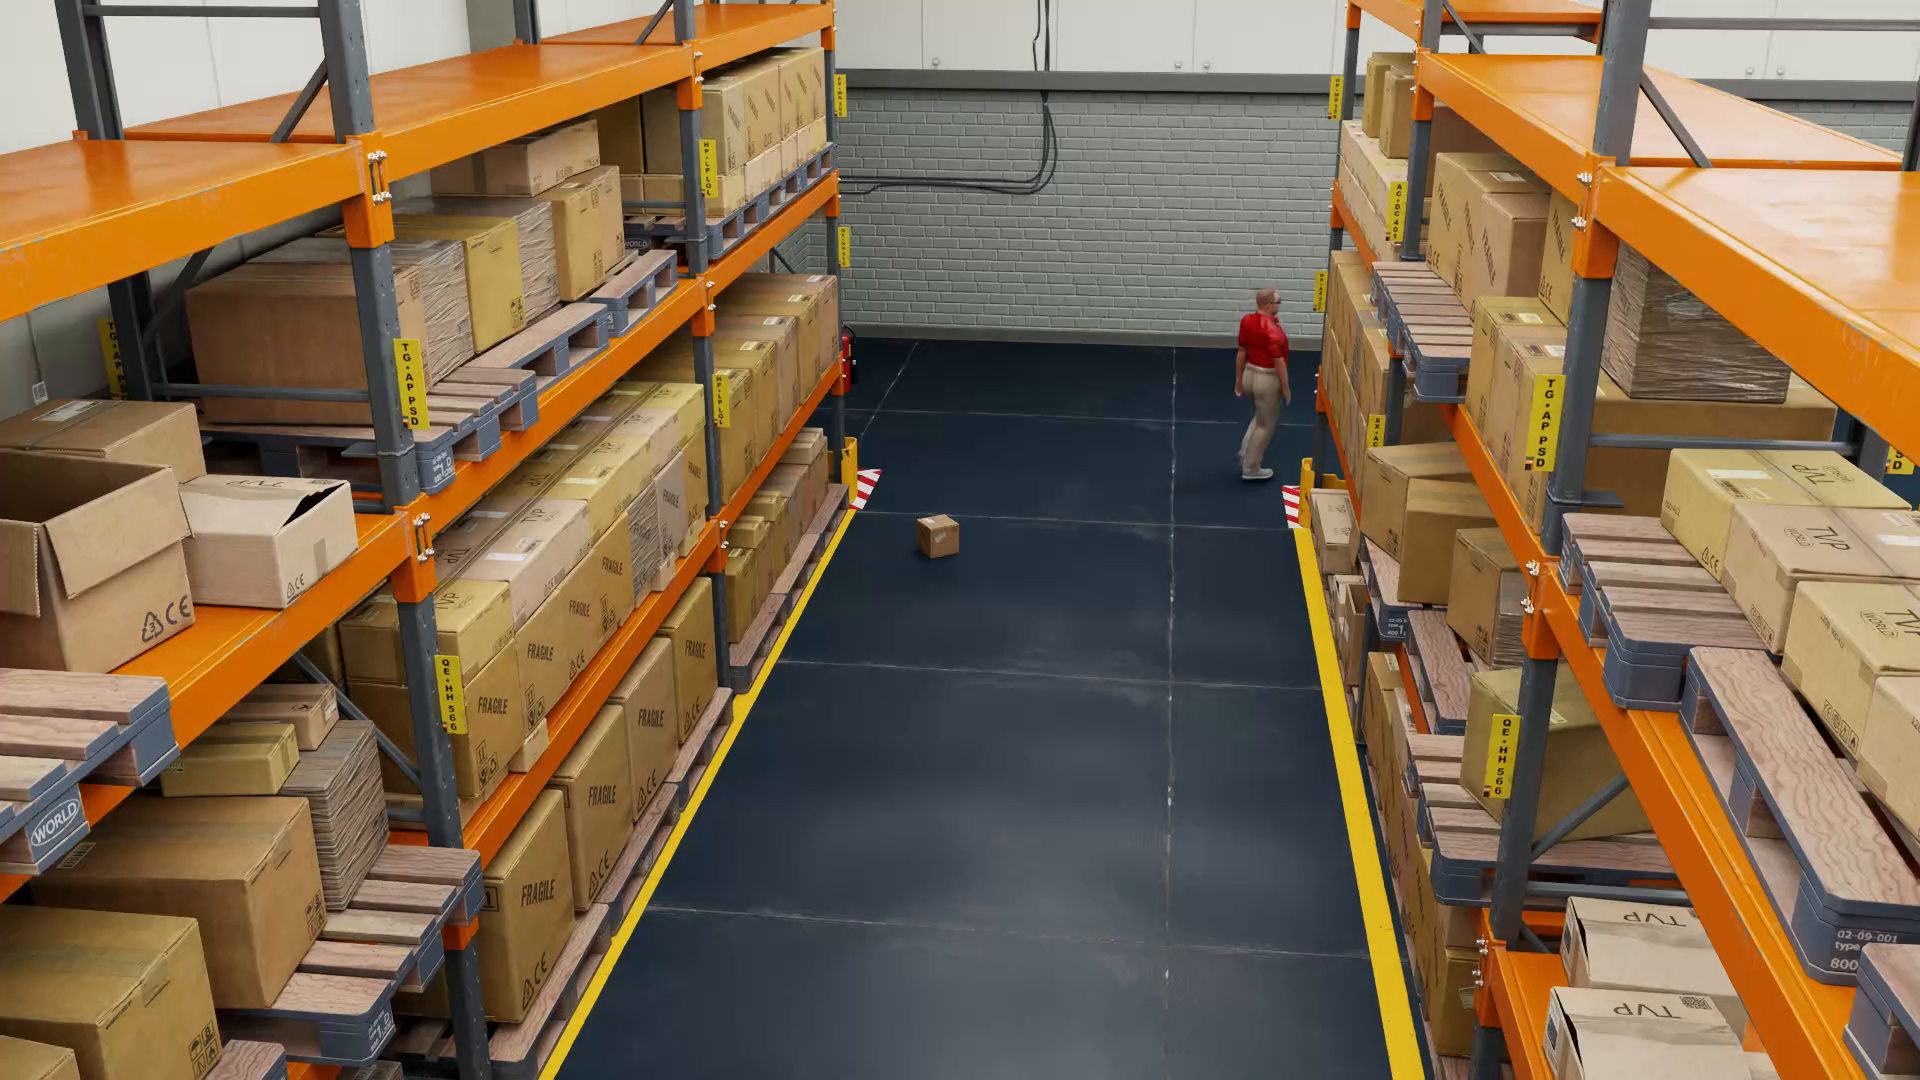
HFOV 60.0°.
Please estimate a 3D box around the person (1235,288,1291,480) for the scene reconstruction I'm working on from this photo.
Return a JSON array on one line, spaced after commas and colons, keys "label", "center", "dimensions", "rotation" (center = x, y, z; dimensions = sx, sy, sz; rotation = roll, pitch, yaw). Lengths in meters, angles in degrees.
[{"label": "person", "center": [2.713, -1.360, 14.626], "dimensions": [0.472, 1.755, 0.567], "rotation": [-10, 23, -25]}]
